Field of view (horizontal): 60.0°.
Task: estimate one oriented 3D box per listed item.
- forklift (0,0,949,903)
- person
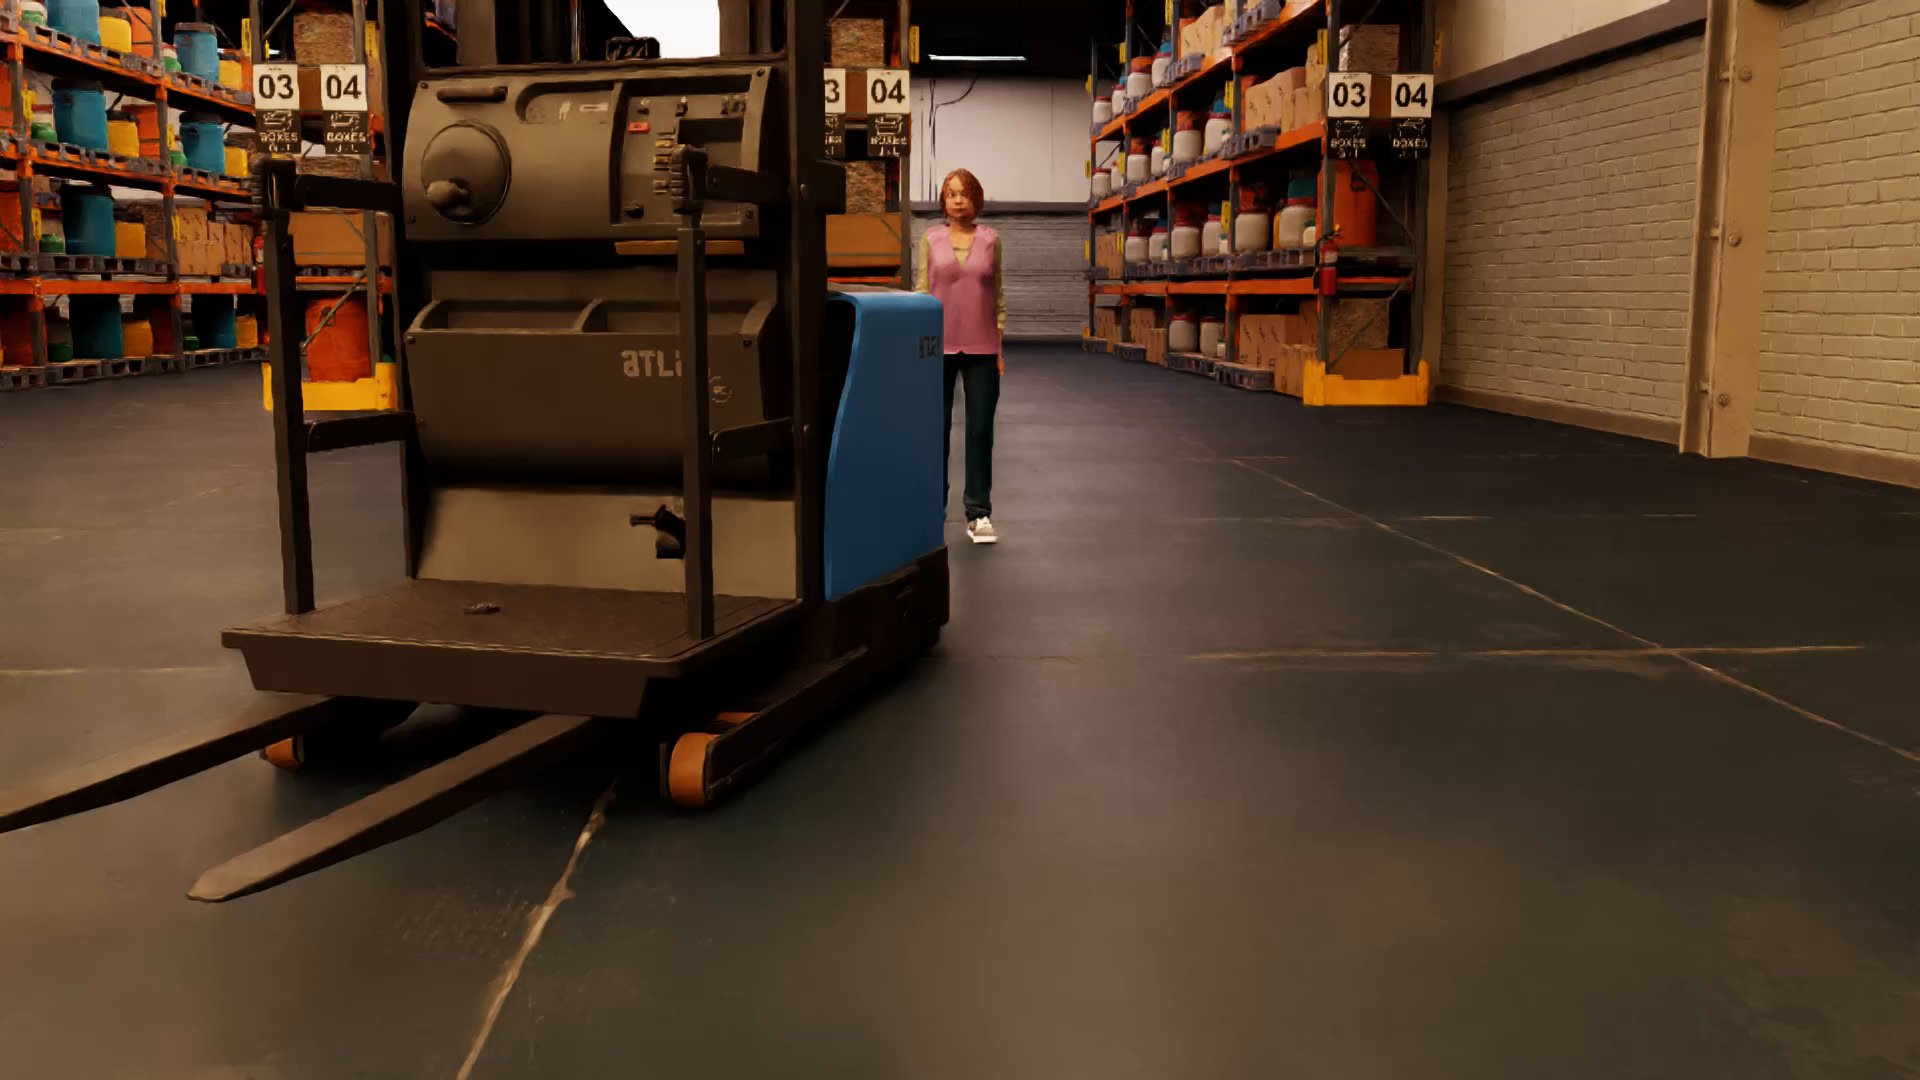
[{"bbox_3d":[-0.942,-0.947,3.706,1.130,2.935,3.031,2,9,16],"label":"forklift"},{"bbox_3d":[0.001,-0.790,7.183,0.405,1.604,0.311,-1,8,-4],"label":"person"}]
